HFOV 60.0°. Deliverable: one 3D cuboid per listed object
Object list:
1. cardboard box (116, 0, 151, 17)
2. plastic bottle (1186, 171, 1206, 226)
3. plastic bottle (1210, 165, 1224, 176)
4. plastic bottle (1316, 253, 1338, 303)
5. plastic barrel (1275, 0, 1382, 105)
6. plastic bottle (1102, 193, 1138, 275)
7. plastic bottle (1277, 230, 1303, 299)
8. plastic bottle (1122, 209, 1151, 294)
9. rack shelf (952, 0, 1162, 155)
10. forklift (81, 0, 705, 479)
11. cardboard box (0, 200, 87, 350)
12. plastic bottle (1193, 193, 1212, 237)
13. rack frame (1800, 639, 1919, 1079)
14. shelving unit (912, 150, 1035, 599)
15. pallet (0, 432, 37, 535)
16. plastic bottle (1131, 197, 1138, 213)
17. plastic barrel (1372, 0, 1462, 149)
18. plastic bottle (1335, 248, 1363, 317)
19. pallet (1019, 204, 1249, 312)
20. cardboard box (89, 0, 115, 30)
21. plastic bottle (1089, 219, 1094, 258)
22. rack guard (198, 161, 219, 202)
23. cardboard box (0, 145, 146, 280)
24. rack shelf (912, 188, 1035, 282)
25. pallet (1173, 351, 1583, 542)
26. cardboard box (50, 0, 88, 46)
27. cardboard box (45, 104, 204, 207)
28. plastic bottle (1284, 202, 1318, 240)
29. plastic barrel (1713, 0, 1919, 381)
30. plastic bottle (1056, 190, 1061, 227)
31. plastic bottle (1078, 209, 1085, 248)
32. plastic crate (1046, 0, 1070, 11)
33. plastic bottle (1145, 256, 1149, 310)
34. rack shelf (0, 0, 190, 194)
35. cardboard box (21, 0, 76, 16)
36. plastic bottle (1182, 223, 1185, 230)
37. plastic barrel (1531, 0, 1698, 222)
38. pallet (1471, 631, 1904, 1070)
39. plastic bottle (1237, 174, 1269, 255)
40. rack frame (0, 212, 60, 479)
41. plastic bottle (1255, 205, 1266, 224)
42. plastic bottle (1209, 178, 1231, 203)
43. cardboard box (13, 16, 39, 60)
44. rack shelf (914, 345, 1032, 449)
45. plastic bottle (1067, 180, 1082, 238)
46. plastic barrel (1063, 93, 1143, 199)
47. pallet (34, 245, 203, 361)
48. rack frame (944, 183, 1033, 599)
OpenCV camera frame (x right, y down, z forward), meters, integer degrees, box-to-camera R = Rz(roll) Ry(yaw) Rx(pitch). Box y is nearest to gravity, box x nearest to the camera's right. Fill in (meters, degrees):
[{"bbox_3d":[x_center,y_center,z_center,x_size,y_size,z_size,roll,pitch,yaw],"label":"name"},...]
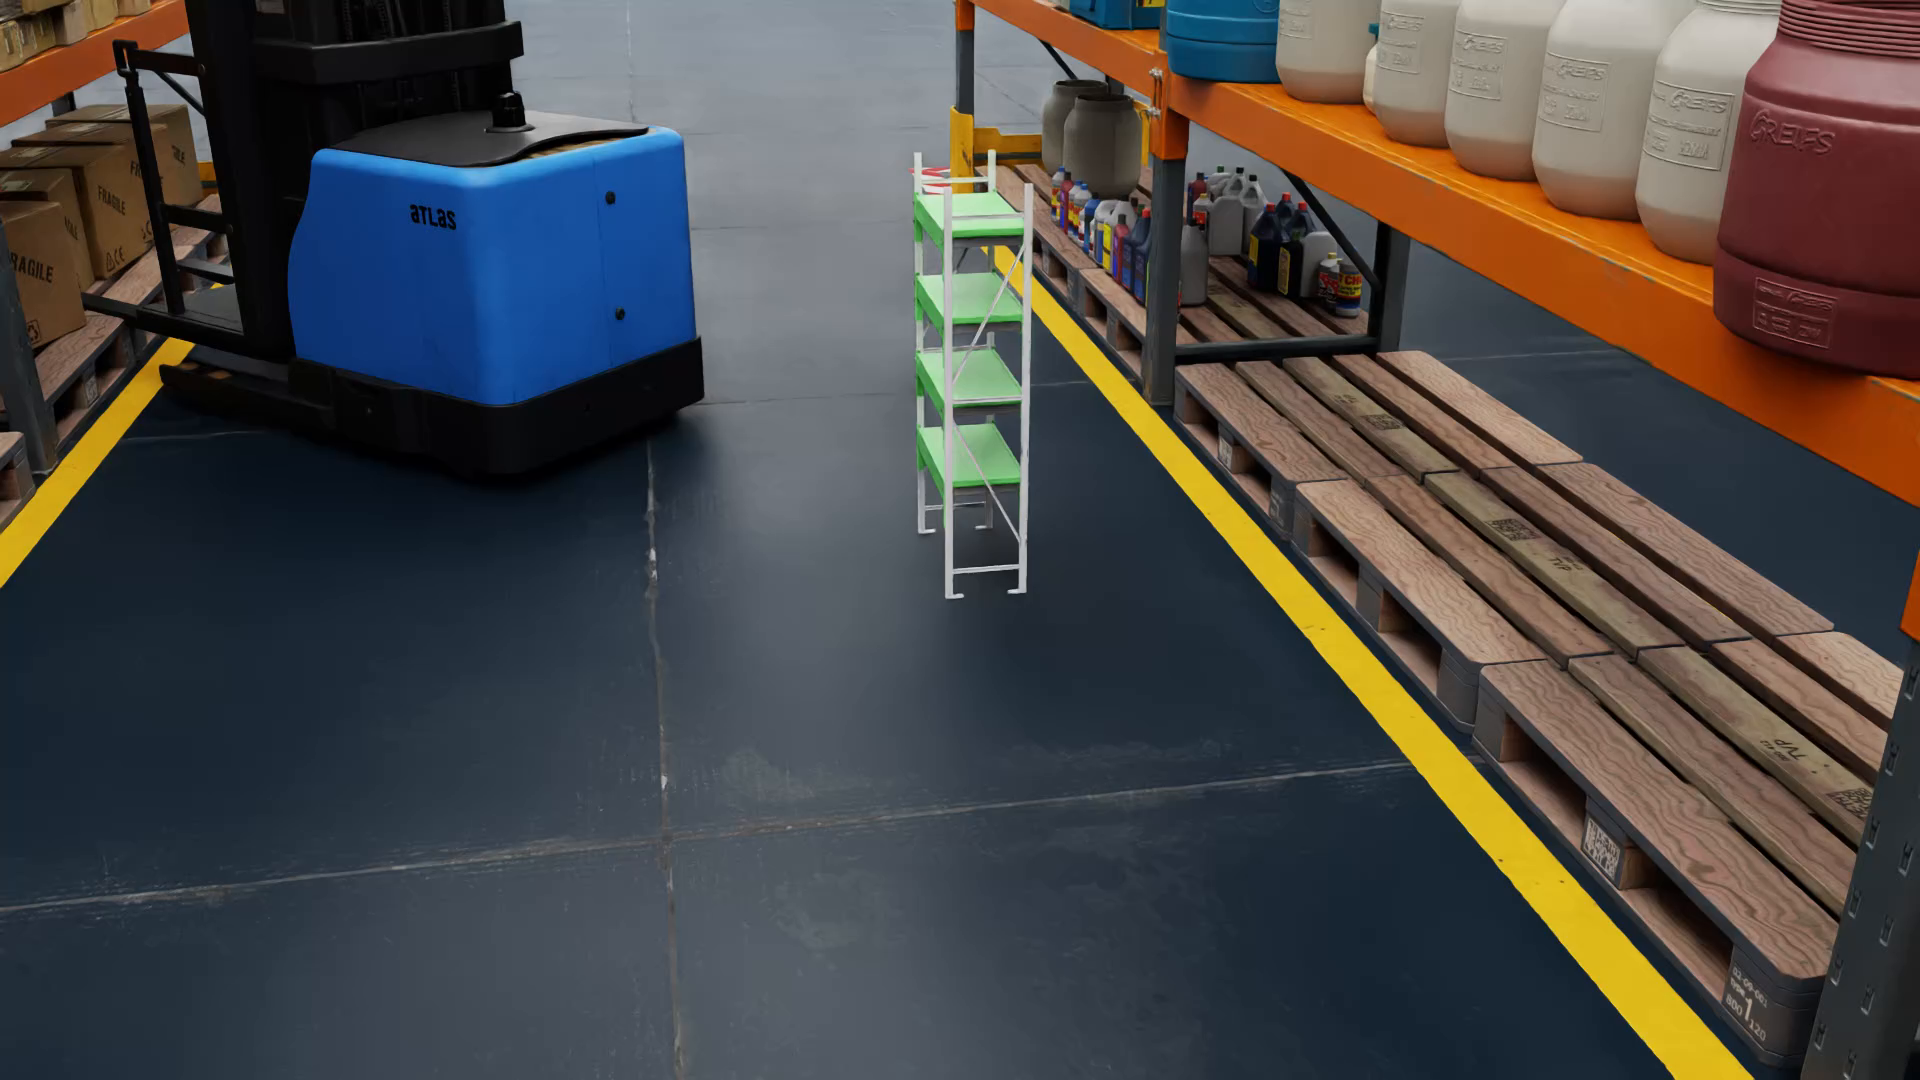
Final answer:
[{"bbox_3d":[-3.754,-2.357,7.213,0.380,0.149,0.250,-4,24,-10],"label":"cardboard box"},{"bbox_3d":[1.163,-1.675,8.182,0.061,0.283,0.133,-4,24,-10],"label":"plastic bottle"},{"bbox_3d":[1.288,-1.740,8.330,0.061,0.283,0.133,-4,24,-8],"label":"plastic bottle"},{"bbox_3d":[1.552,-1.101,6.971,0.097,0.201,0.097,0,24,0],"label":"plastic bottle"},{"bbox_3d":[1.179,-1.614,5.028,0.433,0.535,0.433,0,24,0],"label":"plastic barrel"},{"bbox_3d":[0.720,-1.367,7.391,0.144,0.351,0.185,-4,24,-10],"label":"plastic bottle"},{"bbox_3d":[1.398,-1.176,7.039,0.061,0.283,0.133,-4,24,-10],"label":"plastic bottle"},{"bbox_3d":[0.780,-1.240,7.100,0.144,0.351,0.185,-6,24,-12],"label":"plastic bottle"},{"bbox_3d":[0.848,-2.401,7.899,1.077,0.370,4.000,-4,24,-10],"label":"rack shelf"},{"bbox_3d":[-2.487,-1.985,6.133,3.031,2.935,1.130,14,27,30],"label":"forklift"},{"bbox_3d":[-3.798,-1.010,6.413,0.500,0.500,0.500,3,24,7],"label":"cardboard box"},{"bbox_3d":[1.174,-1.575,8.055,0.097,0.201,0.097,0,24,0],"label":"plastic bottle"},{"bbox_3d":[1.954,-0.371,2.351,0.949,2.616,0.053,-4,24,-10],"label":"rack frame"},{"bbox_3d":[0.031,-0.485,4.861,0.258,1.200,0.503,-4,24,-10],"label":"shelving unit"},{"bbox_3d":[-3.505,0.006,4.972,1.003,0.211,1.213,-4,24,-10],"label":"pallet"},{"bbox_3d":[0.798,-1.408,7.570,0.061,0.283,0.133,-4,24,-10],"label":"plastic bottle"},{"bbox_3d":[1.315,-1.326,4.368,0.433,0.535,0.433,0,24,0],"label":"plastic barrel"},{"bbox_3d":[1.589,-1.054,6.774,0.097,0.271,0.097,0,24,0],"label":"plastic bottle"},{"bbox_3d":[0.905,-1.415,8.225,1.003,0.211,1.213,-4,24,-10],"label":"pallet"},{"bbox_3d":[-3.685,-2.159,6.759,0.380,0.149,0.250,-4,24,-10],"label":"cardboard box"},{"bbox_3d":[0.645,-1.407,7.670,0.097,0.201,0.097,0,24,0],"label":"plastic bottle"},{"bbox_3d":[-4.376,-1.976,9.149,1.175,0.500,0.348,-4,24,-10],"label":"rack guard"},{"bbox_3d":[-4.049,-1.471,7.469,0.500,0.500,0.500,-2,24,-5],"label":"cardboard box"},{"bbox_3d":[0.031,-0.866,4.694,0.258,0.148,0.480,-4,24,-10],"label":"rack shelf"},{"bbox_3d":[1.401,-0.361,5.812,1.003,0.211,1.213,-4,24,-10],"label":"pallet"},{"bbox_3d":[-3.562,-1.964,6.313,0.380,0.149,0.250,-4,24,-10],"label":"cardboard box"},{"bbox_3d":[-4.291,-1.951,8.568,0.500,0.500,0.500,0,24,0],"label":"cardboard box"},{"bbox_3d":[1.476,-1.280,7.194,0.144,0.351,0.185,-4,24,-8],"label":"plastic bottle"},{"bbox_3d":[1.574,-0.594,2.691,0.600,0.536,0.708,-4,24,-10],"label":"plastic barrel"},{"bbox_3d":[0.526,-1.660,8.250,0.097,0.201,0.097,0,24,0],"label":"plastic bottle"},{"bbox_3d":[0.607,-1.488,7.855,0.097,0.201,0.097,0,24,0],"label":"plastic bottle"},{"bbox_3d":[0.668,-2.444,7.427,0.530,0.136,0.437,-4,24,-10],"label":"plastic crate"},{"bbox_3d":[0.804,-1.066,6.787,0.061,0.283,0.133,-3,24,-7],"label":"plastic bottle"},{"bbox_3d":[-4.020,-2.035,7.060,1.077,0.370,4.000,-4,24,-10],"label":"rack shelf"},{"bbox_3d":[-3.730,-2.141,5.907,0.875,0.500,0.500,-4,24,-10],"label":"cardboard box"},{"bbox_3d":[0.921,-1.226,7.163,0.152,0.276,0.135,-4,24,-10],"label":"plastic bottle"},{"bbox_3d":[1.479,-0.977,3.599,0.421,0.512,0.421,0,24,0],"label":"plastic barrel"},{"bbox_3d":[1.852,0.599,3.614,1.003,0.211,1.213,-4,24,-10],"label":"pallet"},{"bbox_3d":[1.363,-1.522,7.747,0.144,0.351,0.185,-4,24,-10],"label":"plastic bottle"},{"bbox_3d":[-3.650,-1.578,5.115,1.000,3.000,0.127,-4,24,-10],"label":"rack frame"},{"bbox_3d":[1.377,-1.373,7.506,0.097,0.271,0.097,0,24,0],"label":"plastic bottle"},{"bbox_3d":[1.294,-1.626,8.077,0.152,0.276,0.135,-5,24,-11],"label":"plastic bottle"},{"bbox_3d":[-3.501,-1.765,5.858,0.380,0.149,0.250,-4,24,-10],"label":"cardboard box"},{"bbox_3d":[0.031,-0.426,4.886,0.258,0.148,0.480,-4,24,-10],"label":"rack shelf"},{"bbox_3d":[0.570,-1.598,8.020,0.097,0.271,0.097,0,24,0],"label":"plastic bottle"},{"bbox_3d":[0.767,-2.120,8.939,0.421,0.512,0.421,0,24,0],"label":"plastic barrel"},{"bbox_3d":[-4.038,-1.042,7.373,1.003,0.211,1.213,-4,24,-10],"label":"pallet"},{"bbox_3d":[0.076,-0.389,4.641,0.240,1.200,0.015,-4,24,-10],"label":"rack frame"}]
